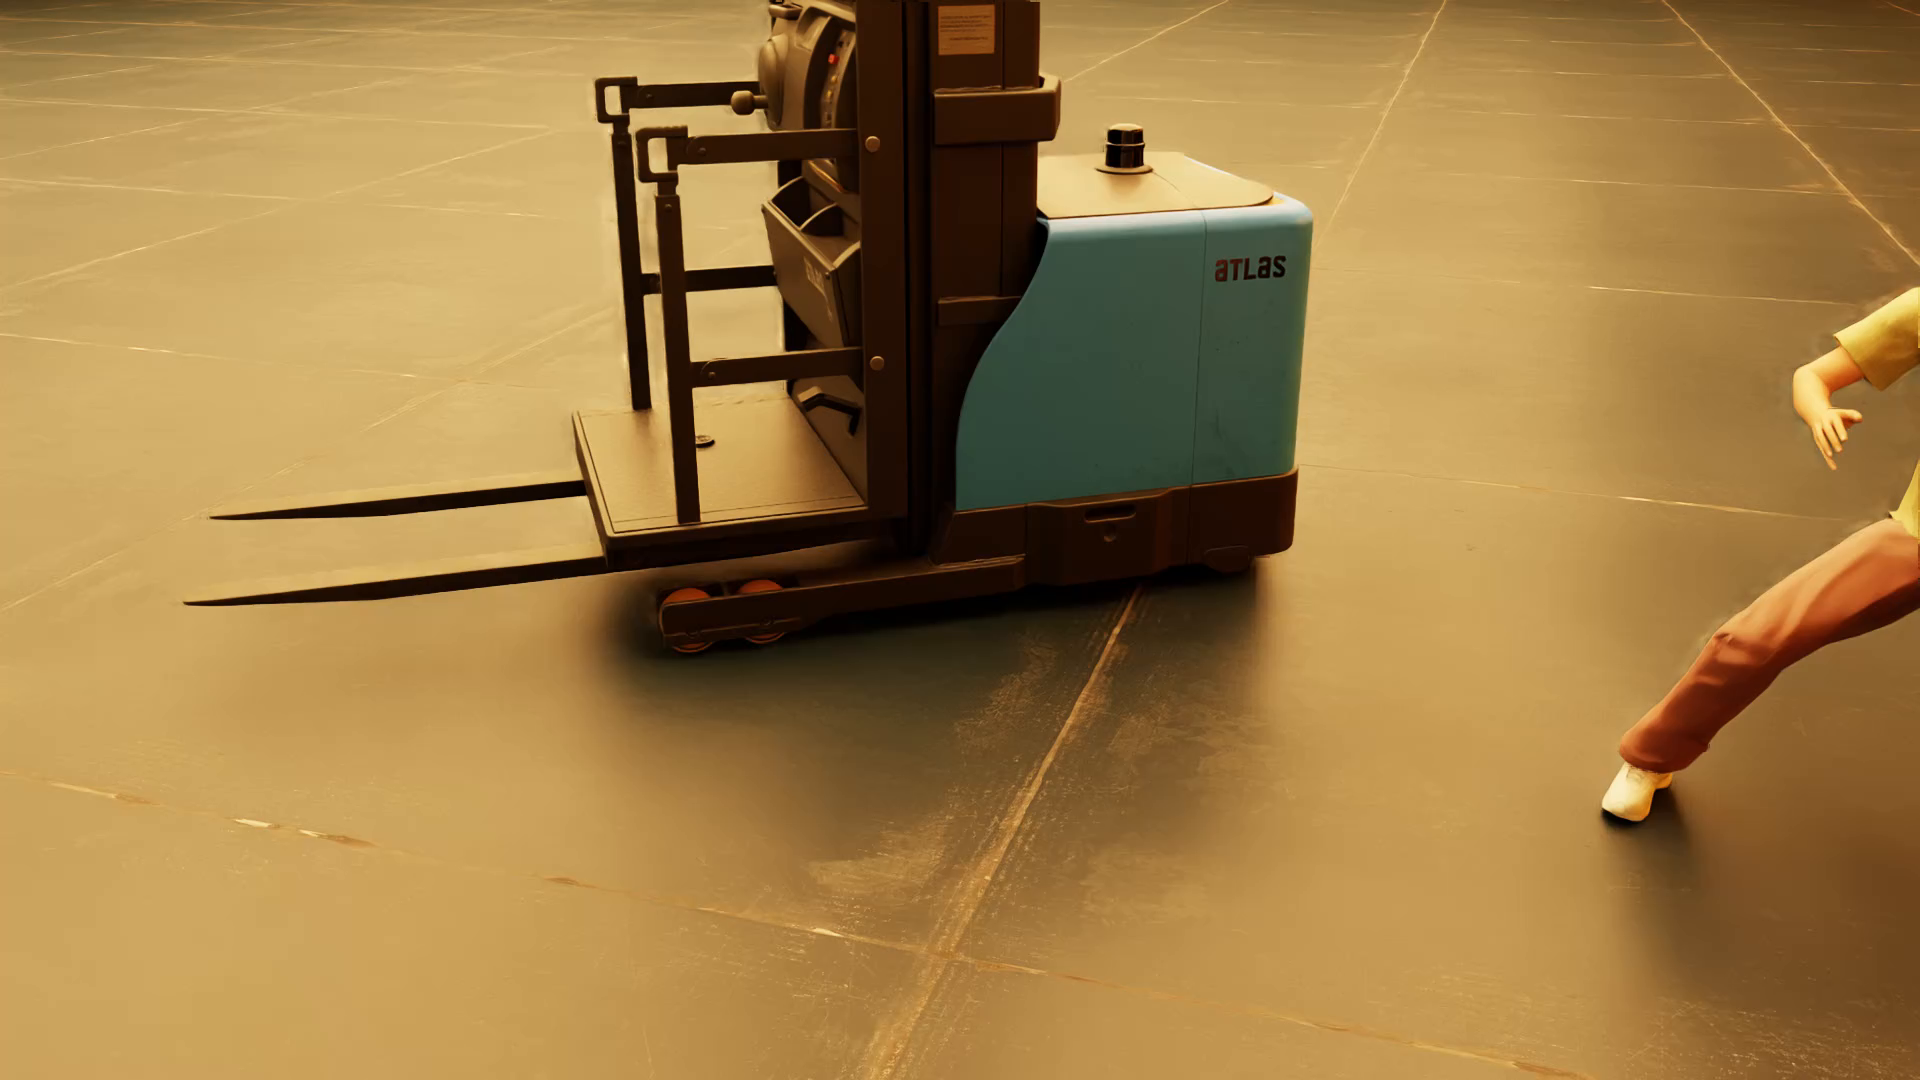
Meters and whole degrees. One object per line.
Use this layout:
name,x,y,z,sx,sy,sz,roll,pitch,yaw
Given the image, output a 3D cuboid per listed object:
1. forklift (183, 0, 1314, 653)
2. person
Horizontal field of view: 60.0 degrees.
forklift,-0.592,-1.281,4.384,3.031,2.935,1.130,-7,23,-16
person,1.930,0.017,3.180,0.620,1.448,1.121,-17,28,-35
